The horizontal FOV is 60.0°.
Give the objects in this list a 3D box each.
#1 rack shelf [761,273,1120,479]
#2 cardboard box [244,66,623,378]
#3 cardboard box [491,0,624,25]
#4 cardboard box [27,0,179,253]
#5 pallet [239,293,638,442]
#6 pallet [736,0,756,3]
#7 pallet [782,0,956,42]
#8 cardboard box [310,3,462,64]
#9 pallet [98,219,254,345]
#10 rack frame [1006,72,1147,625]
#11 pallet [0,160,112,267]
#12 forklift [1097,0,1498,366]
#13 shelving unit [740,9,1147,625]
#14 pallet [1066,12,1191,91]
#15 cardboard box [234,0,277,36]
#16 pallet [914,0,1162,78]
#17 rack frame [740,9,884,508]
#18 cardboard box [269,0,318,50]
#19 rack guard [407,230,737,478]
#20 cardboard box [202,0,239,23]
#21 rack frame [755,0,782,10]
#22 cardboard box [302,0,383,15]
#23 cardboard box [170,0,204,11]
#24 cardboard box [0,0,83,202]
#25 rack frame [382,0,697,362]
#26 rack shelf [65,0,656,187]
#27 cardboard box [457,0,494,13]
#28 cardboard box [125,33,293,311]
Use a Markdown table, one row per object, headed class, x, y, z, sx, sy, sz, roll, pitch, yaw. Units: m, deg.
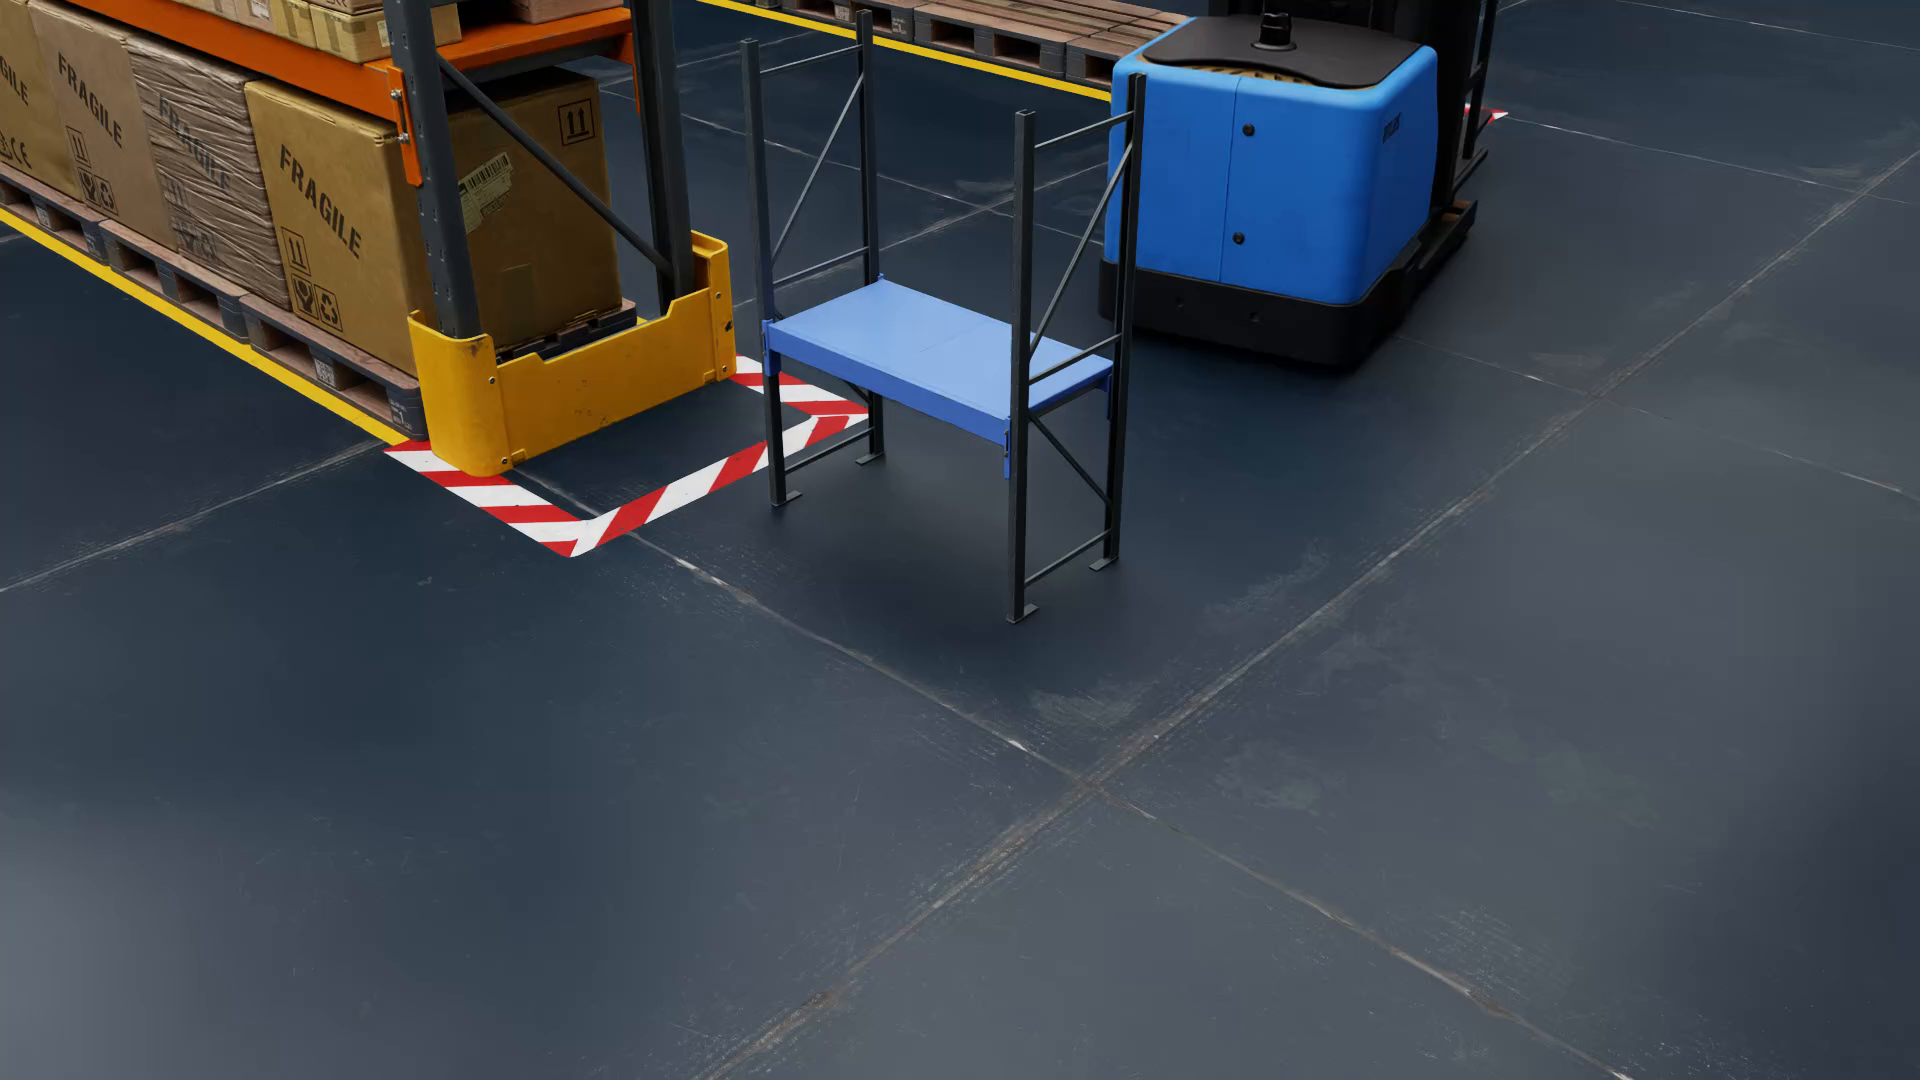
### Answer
| class | x | y | z | sx | sy | sz | roll | pitch | yaw |
| --- | --- | --- | --- | --- | --- | --- | --- | --- | --- |
| rack shelf | -0.063 | -0.518 | 5.005 | 1.000 | 0.185 | 0.538 | 25 | 39 | 35 |
| cardboard box | -1.885 | -1.233 | 6.042 | 0.875 | 0.875 | 0.875 | 25 | 39 | 35 |
| cardboard box | -1.399 | -1.913 | 5.764 | 0.250 | 0.149 | 0.380 | 26 | 39 | 36 |
| cardboard box | -3.220 | -1.856 | 7.077 | 0.875 | 0.875 | 0.875 | 25 | 39 | 35 |
| pallet | -2.002 | -0.824 | 6.414 | 1.213 | 0.211 | 1.003 | 25 | 39 | 35 |
| pallet | -1.543 | -4.139 | 11.920 | 1.213 | 0.211 | 1.003 | 25 | 39 | 35 |
| pallet | -0.428 | -3.616 | 11.052 | 1.213 | 0.211 | 1.003 | 25 | 39 | 35 |
| cardboard box | -1.842 | -1.662 | 5.346 | 0.250 | 0.149 | 0.380 | 26 | 40 | 36 |
| pallet | -2.903 | -1.246 | 7.116 | 1.213 | 0.211 | 1.003 | 25 | 39 | 35 |
| rack frame | 0.314 | -0.496 | 4.620 | 0.032 | 1.500 | 0.500 | 25 | 39 | 35 |
| pallet | -3.812 | -1.669 | 7.817 | 1.213 | 0.211 | 1.003 | 25 | 39 | 35 |
| forklift | 1.686 | -2.639 | 6.791 | 1.130 | 2.935 | 3.031 | 15 | 34 | 24 |
| shelving unit | -0.063 | -0.672 | 4.912 | 1.048 | 1.500 | 0.538 | 25 | 39 | 35 |
| pallet | 1.381 | -2.772 | 9.649 | 1.213 | 0.211 | 1.003 | 25 | 39 | 35 |
| cardboard box | -2.222 | -1.839 | 5.640 | 0.250 | 0.149 | 0.380 | 25 | 39 | 35 |
| pallet | 0.481 | -3.194 | 10.351 | 1.213 | 0.211 | 1.003 | 25 | 39 | 35 |
| rack frame | -0.440 | -0.848 | 5.204 | 0.032 | 1.500 | 0.500 | 25 | 39 | 35 |
| cardboard box | -2.036 | -1.751 | 5.494 | 0.250 | 0.149 | 0.380 | 25 | 39 | 36 |
| rack guard | -1.339 | -0.693 | 5.916 | 0.348 | 0.500 | 1.175 | 25 | 39 | 35 |
| cardboard box | -2.407 | -1.925 | 5.784 | 0.250 | 0.149 | 0.380 | 26 | 40 | 36 |
| rack frame | -0.999 | -5.050 | 10.731 | 0.127 | 3.000 | 1.000 | 25 | 39 | 35 |
| cardboard box | -1.895 | -1.901 | 5.357 | 0.500 | 0.250 | 0.500 | 24 | 39 | 34 |
| cardboard box | -2.600 | -2.015 | 5.932 | 0.250 | 0.149 | 0.380 | 24 | 39 | 34 |
| cardboard box | -3.887 | -2.167 | 7.594 | 0.875 | 0.875 | 0.875 | 25 | 39 | 35 |
| rack frame | -1.357 | -1.772 | 5.285 | 0.127 | 3.000 | 1.000 | 25 | 39 | 35 |
| rack shelf | -2.840 | -2.156 | 6.621 | 4.000 | 0.370 | 1.077 | 25 | 39 | 35 |
| cardboard box | -1.590 | -2.002 | 5.910 | 0.250 | 0.149 | 0.380 | 24 | 39 | 34 |
| cardboard box | -2.560 | -1.547 | 6.565 | 0.875 | 0.875 | 0.875 | 25 | 39 | 35 |
